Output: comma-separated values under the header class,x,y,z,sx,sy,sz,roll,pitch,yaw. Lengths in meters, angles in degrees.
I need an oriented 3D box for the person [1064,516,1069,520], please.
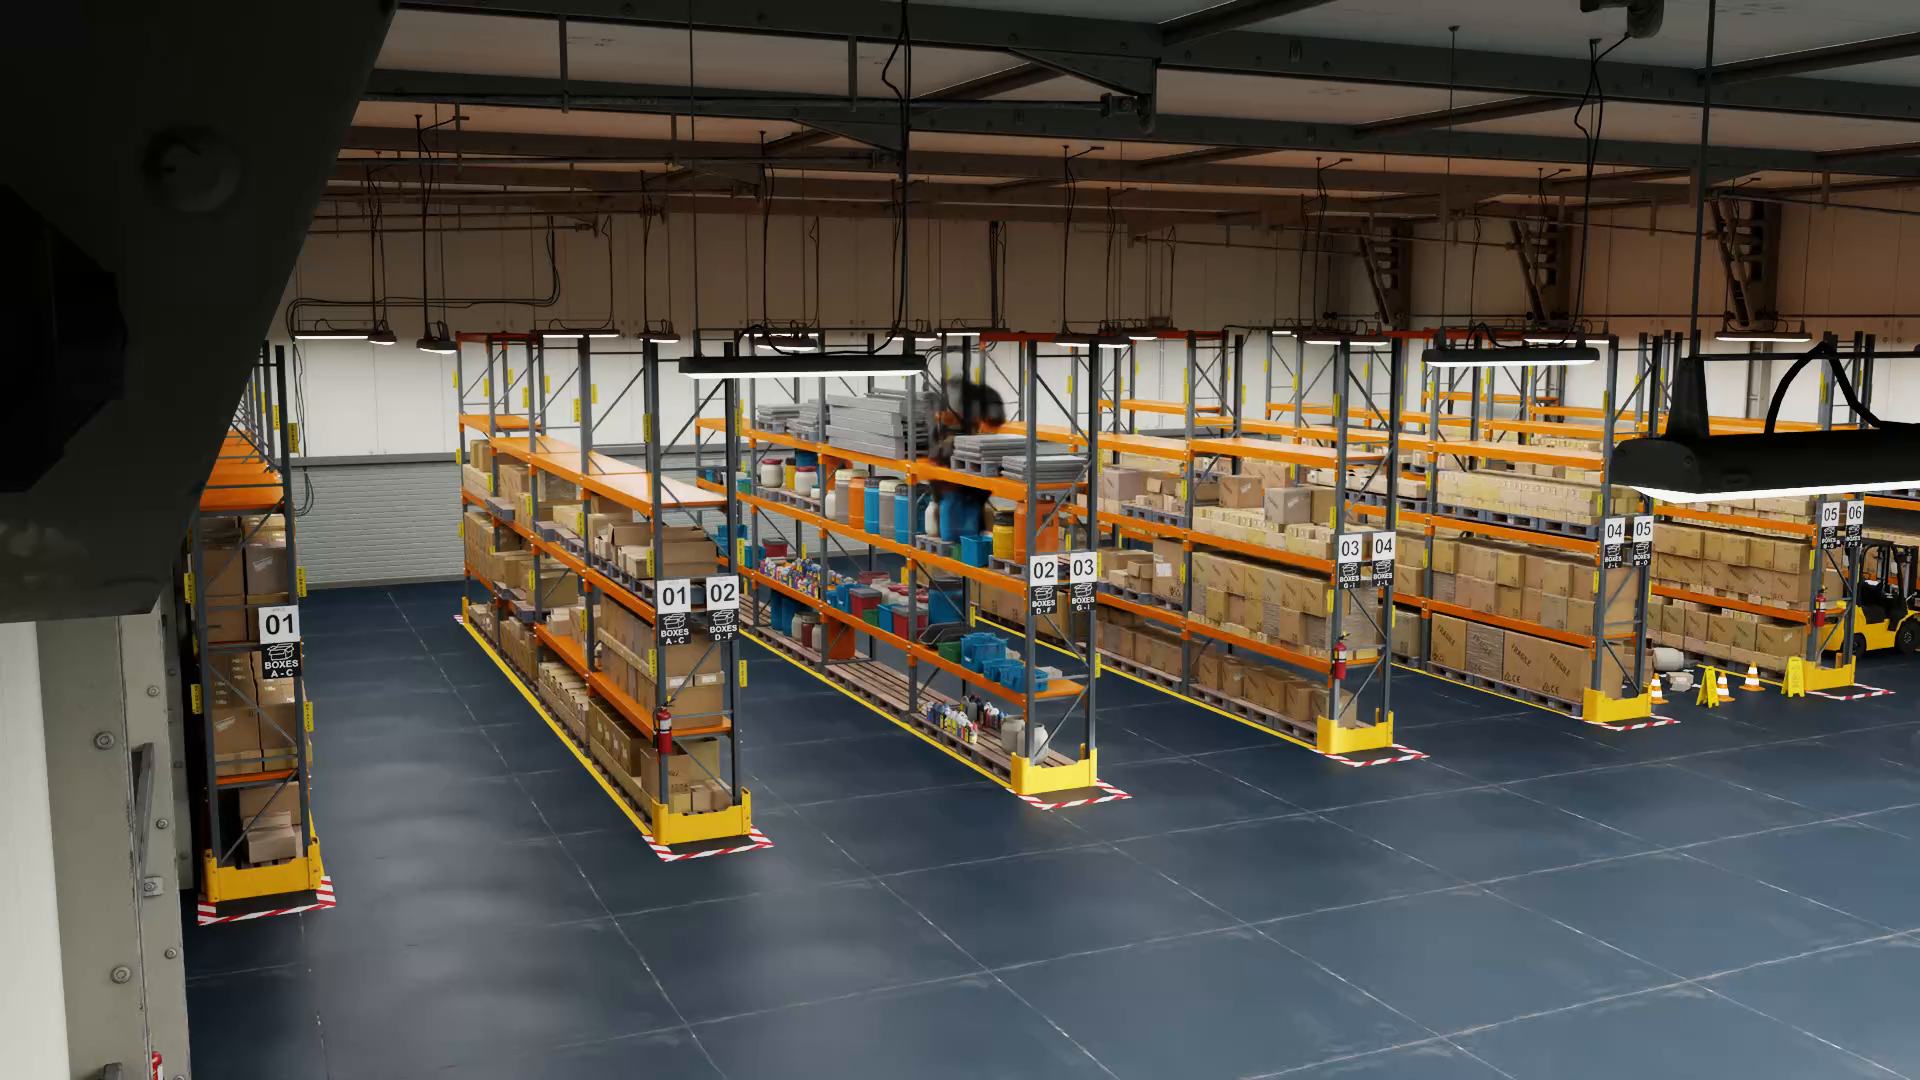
class,x,y,z,sx,sy,sz,roll,pitch,yaw
person,2.562,0.252,39.042,0.623,1.661,0.619,-2,8,-11
